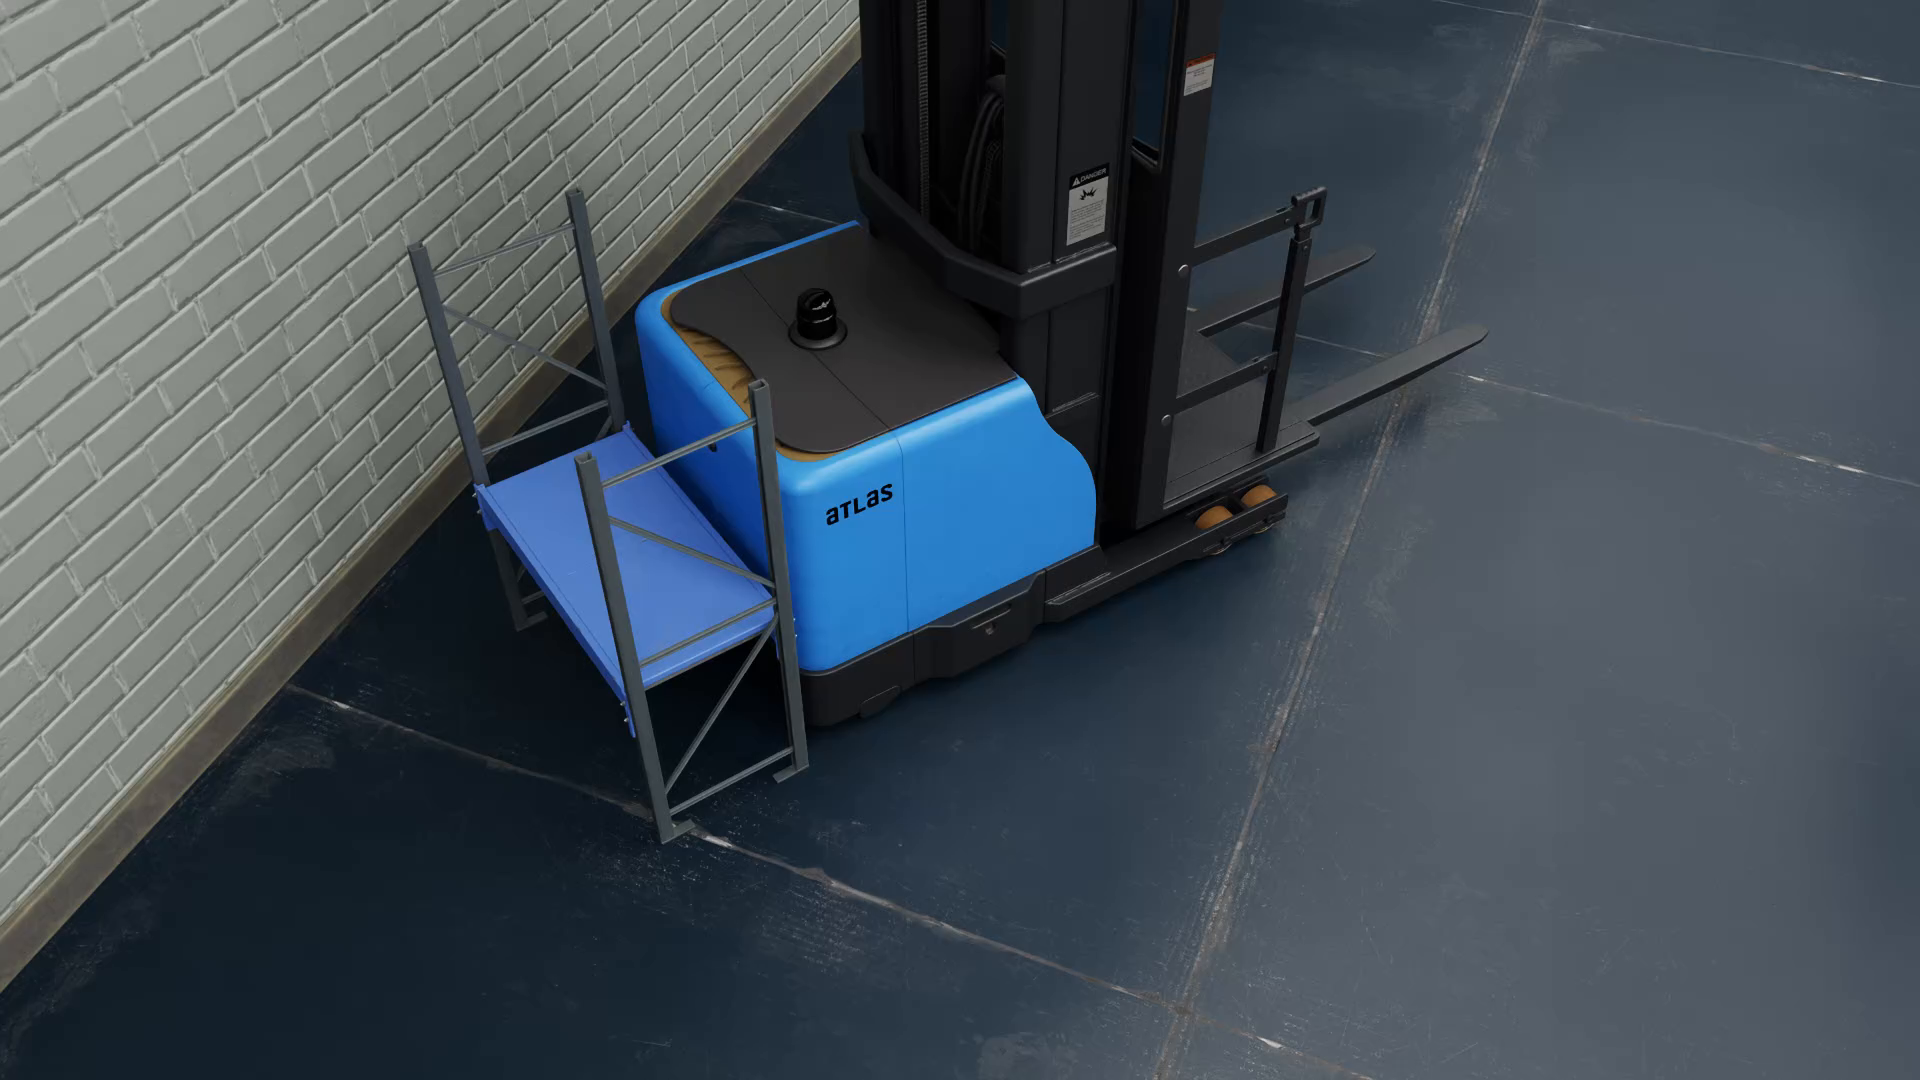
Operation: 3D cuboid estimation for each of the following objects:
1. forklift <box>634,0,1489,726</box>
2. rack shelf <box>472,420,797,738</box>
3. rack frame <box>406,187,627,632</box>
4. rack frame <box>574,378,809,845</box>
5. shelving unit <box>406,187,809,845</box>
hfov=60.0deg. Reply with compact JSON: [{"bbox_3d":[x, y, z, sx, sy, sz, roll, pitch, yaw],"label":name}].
[{"bbox_3d":[0.528,-1.279,4.958,3.031,2.935,1.130,-24,50,-23],"label":"forklift"},{"bbox_3d":[-0.963,0.083,4.858,0.538,0.185,1.000,-26,50,-24],"label":"rack shelf"},{"bbox_3d":[-1.253,-0.339,5.027,0.500,1.500,0.032,-26,50,-24],"label":"rack frame"},{"bbox_3d":[-0.673,0.250,4.435,0.500,1.500,0.032,-26,50,-24],"label":"rack frame"},{"bbox_3d":[-0.963,-0.044,4.731,0.538,1.500,1.048,-26,50,-24],"label":"shelving unit"}]
